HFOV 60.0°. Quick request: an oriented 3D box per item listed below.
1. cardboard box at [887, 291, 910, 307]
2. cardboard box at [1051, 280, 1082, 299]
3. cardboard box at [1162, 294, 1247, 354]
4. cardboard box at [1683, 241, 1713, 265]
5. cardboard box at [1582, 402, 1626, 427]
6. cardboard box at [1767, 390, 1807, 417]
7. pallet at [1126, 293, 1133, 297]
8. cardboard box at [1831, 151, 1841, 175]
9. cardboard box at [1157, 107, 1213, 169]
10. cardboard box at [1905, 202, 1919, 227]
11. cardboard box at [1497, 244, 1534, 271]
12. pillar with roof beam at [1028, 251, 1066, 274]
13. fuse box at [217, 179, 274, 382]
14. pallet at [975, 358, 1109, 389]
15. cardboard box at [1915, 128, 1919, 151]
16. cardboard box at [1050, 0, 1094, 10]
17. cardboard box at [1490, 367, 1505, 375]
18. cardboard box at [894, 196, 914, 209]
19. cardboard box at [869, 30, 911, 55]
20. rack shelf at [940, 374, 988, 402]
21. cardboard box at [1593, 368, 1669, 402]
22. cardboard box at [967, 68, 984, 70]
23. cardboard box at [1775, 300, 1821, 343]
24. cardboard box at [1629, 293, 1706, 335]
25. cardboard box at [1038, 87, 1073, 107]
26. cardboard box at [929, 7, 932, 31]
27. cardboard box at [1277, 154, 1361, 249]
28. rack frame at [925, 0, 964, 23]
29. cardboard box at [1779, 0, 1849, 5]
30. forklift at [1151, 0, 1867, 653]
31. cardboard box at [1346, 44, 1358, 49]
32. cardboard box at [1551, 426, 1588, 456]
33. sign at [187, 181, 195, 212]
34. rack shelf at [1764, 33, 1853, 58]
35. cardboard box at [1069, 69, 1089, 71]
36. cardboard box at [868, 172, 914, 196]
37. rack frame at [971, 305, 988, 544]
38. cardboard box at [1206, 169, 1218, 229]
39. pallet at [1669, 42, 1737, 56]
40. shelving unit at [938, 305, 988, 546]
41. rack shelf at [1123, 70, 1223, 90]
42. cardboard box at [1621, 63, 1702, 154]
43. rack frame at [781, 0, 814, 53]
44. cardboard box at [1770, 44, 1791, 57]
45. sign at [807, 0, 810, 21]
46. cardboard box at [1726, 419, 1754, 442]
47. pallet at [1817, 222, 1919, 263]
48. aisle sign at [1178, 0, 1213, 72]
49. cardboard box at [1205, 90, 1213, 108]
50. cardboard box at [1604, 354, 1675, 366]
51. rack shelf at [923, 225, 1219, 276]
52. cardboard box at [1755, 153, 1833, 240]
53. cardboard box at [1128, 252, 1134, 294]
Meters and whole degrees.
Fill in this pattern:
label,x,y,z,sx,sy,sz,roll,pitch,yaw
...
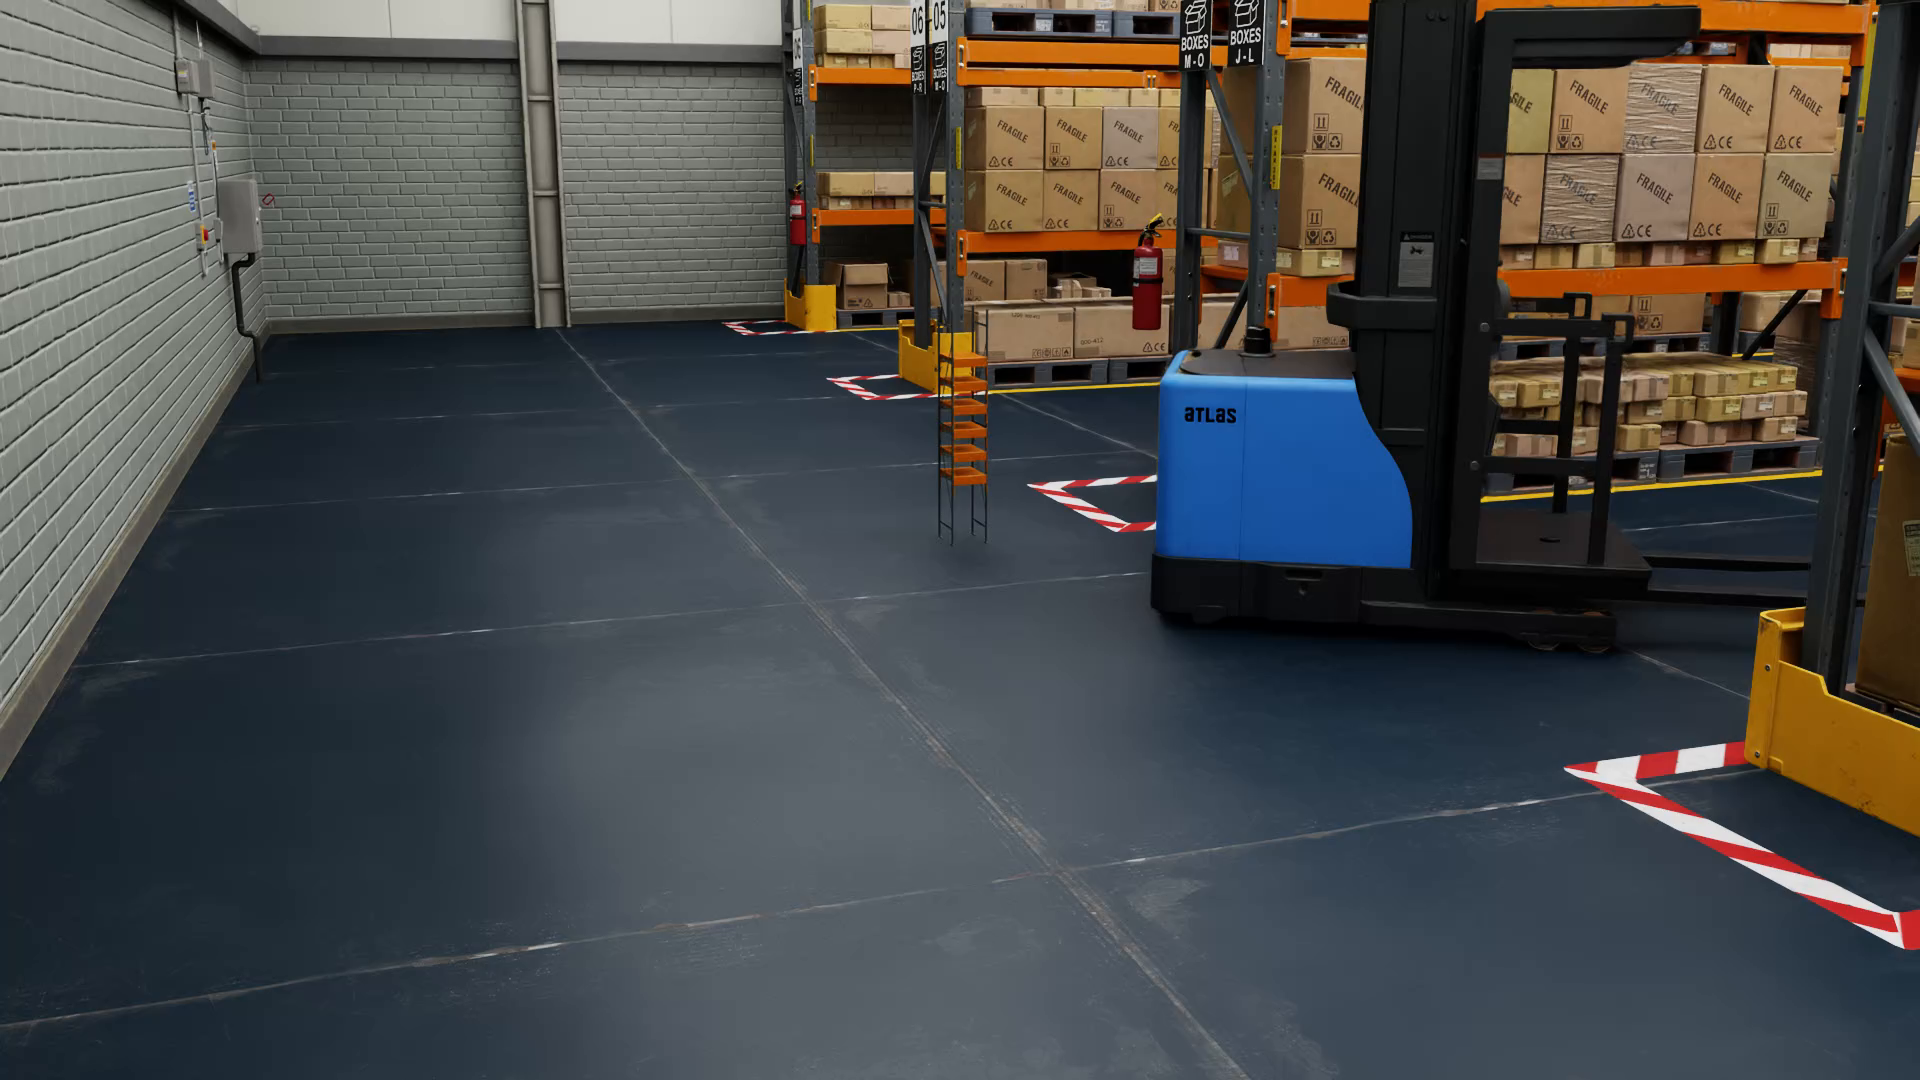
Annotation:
label,x,y,z,sx,sy,sz,roll,pitch,yaw
cardboard box,-0.746,-2.746,18.958,0.250,0.149,0.380,-5,14,-20
cardboard box,1.247,-2.919,19.433,0.258,0.266,0.396,-4,14,-16
cardboard box,2.129,-1.957,15.017,0.875,0.438,0.875,-5,14,-20
cardboard box,4.337,-1.762,10.111,0.250,0.149,0.380,-5,14,-20
cardboard box,3.819,-0.797,10.123,0.250,0.149,0.380,-5,14,-21
cardboard box,5.084,-0.879,10.467,0.250,0.149,0.380,-4,14,-17
pallet,2.779,-2.888,20.329,1.213,0.211,1.003,-4,14,-18
cardboard box,5.599,-2.454,10.827,0.250,0.149,0.380,-4,14,-15
cardboard box,1.807,-3.417,14.151,0.500,0.500,0.500,-4,14,-18
cardboard box,5.801,-2.020,10.289,0.250,0.149,0.380,-5,14,-21
cardboard box,3.112,-1.656,9.667,0.250,0.149,0.380,-5,14,-19
pillar with roof beam,2.446,-6.297,15.671,0.400,9.000,9.100,-4,14,-18
fuse box,-6.053,-2.216,14.263,0.414,1.711,0.539,-4,14,-18
pallet,0.549,-1.512,14.546,1.213,0.211,1.003,-4,14,-18
cardboard box,9.367,-3.879,16.704,0.500,0.500,0.500,-5,14,-20
cardboard box,0.920,-4.413,13.650,0.250,0.149,0.380,-4,14,-16
cardboard box,3.160,-1.002,10.339,0.250,0.149,0.380,-5,14,-20
cardboard box,-0.649,-3.784,18.613,0.250,0.149,0.380,-4,14,-16
cardboard box,-0.788,-5.427,18.176,0.500,0.250,0.500,-4,14,-17
rack shelf,0.014,-0.775,8.463,0.180,0.103,0.258,-4,14,-18
cardboard box,4.066,-0.944,10.095,0.250,0.149,0.380,-5,14,-21
cardboard box,0.089,-5.283,18.431,0.250,0.149,0.380,-4,14,-18
cardboard box,5.907,-1.473,11.229,0.500,0.250,0.500,-5,14,-20
cardboard box,6.717,-2.521,16.444,0.875,0.875,0.875,-5,14,-19
cardboard box,0.749,-3.638,13.677,0.250,0.149,0.380,-4,14,-16
cardboard box,-0.311,-5.707,18.271,0.500,0.250,0.500,-5,14,-19
cardboard box,2.004,-1.881,9.208,0.500,0.500,0.500,-4,14,-15
rack frame,-0.184,-5.712,13.208,0.127,3.000,1.000,-4,14,-18
cardboard box,4.902,-3.301,9.880,0.500,0.250,0.500,-4,14,-17
forklift,2.389,-1.103,6.944,3.031,2.935,1.130,3,14,11
cardboard box,4.569,-5.909,19.983,0.250,0.149,0.380,-4,14,-18
cardboard box,3.551,-0.618,10.011,0.250,0.149,0.380,-4,14,-18
sign,-5.564,-2.488,12.037,0.001,0.218,0.327,-4,14,-18
rack shelf,7.177,-3.267,10.968,4.000,0.370,1.077,-4,14,-18
cardboard box,1.283,-5.387,18.869,0.250,0.149,0.380,-4,14,-16
cardboard box,-0.777,-3.965,18.510,0.500,0.250,0.500,-4,14,-17
rack frame,0.100,-0.592,8.537,0.006,1.200,0.240,-4,14,-18
cardboard box,2.291,-2.967,14.418,0.500,0.500,0.500,-5,14,-19
pallet,6.805,-4.692,15.811,1.003,0.211,1.213,-4,14,-15
shelving unit,0.014,-0.585,8.508,0.189,1.200,0.258,-4,14,-18
rack shelf,3.916,-5.433,20.076,4.000,0.370,1.077,-4,14,-18
cardboard box,3.944,-2.522,9.743,0.500,0.500,0.500,-4,14,-17
rack frame,-1.771,-6.800,17.784,0.127,3.000,1.000,-4,14,-18
cardboard box,7.751,-4.706,16.008,0.250,0.149,0.380,-4,14,-18
sign,-1.598,-5.647,17.530,0.005,0.325,0.100,-4,14,-18
cardboard box,4.745,-0.723,10.453,0.250,0.149,0.380,-4,14,-16
pallet,6.052,-1.941,10.736,1.213,0.211,1.003,-4,14,-18
aisle sign,1.325,-3.040,9.323,0.004,0.787,0.394,-4,14,-18
cardboard box,1.956,-3.744,14.124,0.250,0.149,0.380,-4,14,-18
cardboard box,4.385,-1.100,10.753,0.250,0.149,0.380,-5,14,-19
rack shelf,1.711,-2.591,14.606,4.000,0.370,1.077,-4,14,-18
cardboard box,4.913,-2.106,10.154,0.500,0.500,0.500,-4,14,-18
cardboard box,2.391,-3.266,20.385,0.500,0.500,0.500,-5,14,-18
